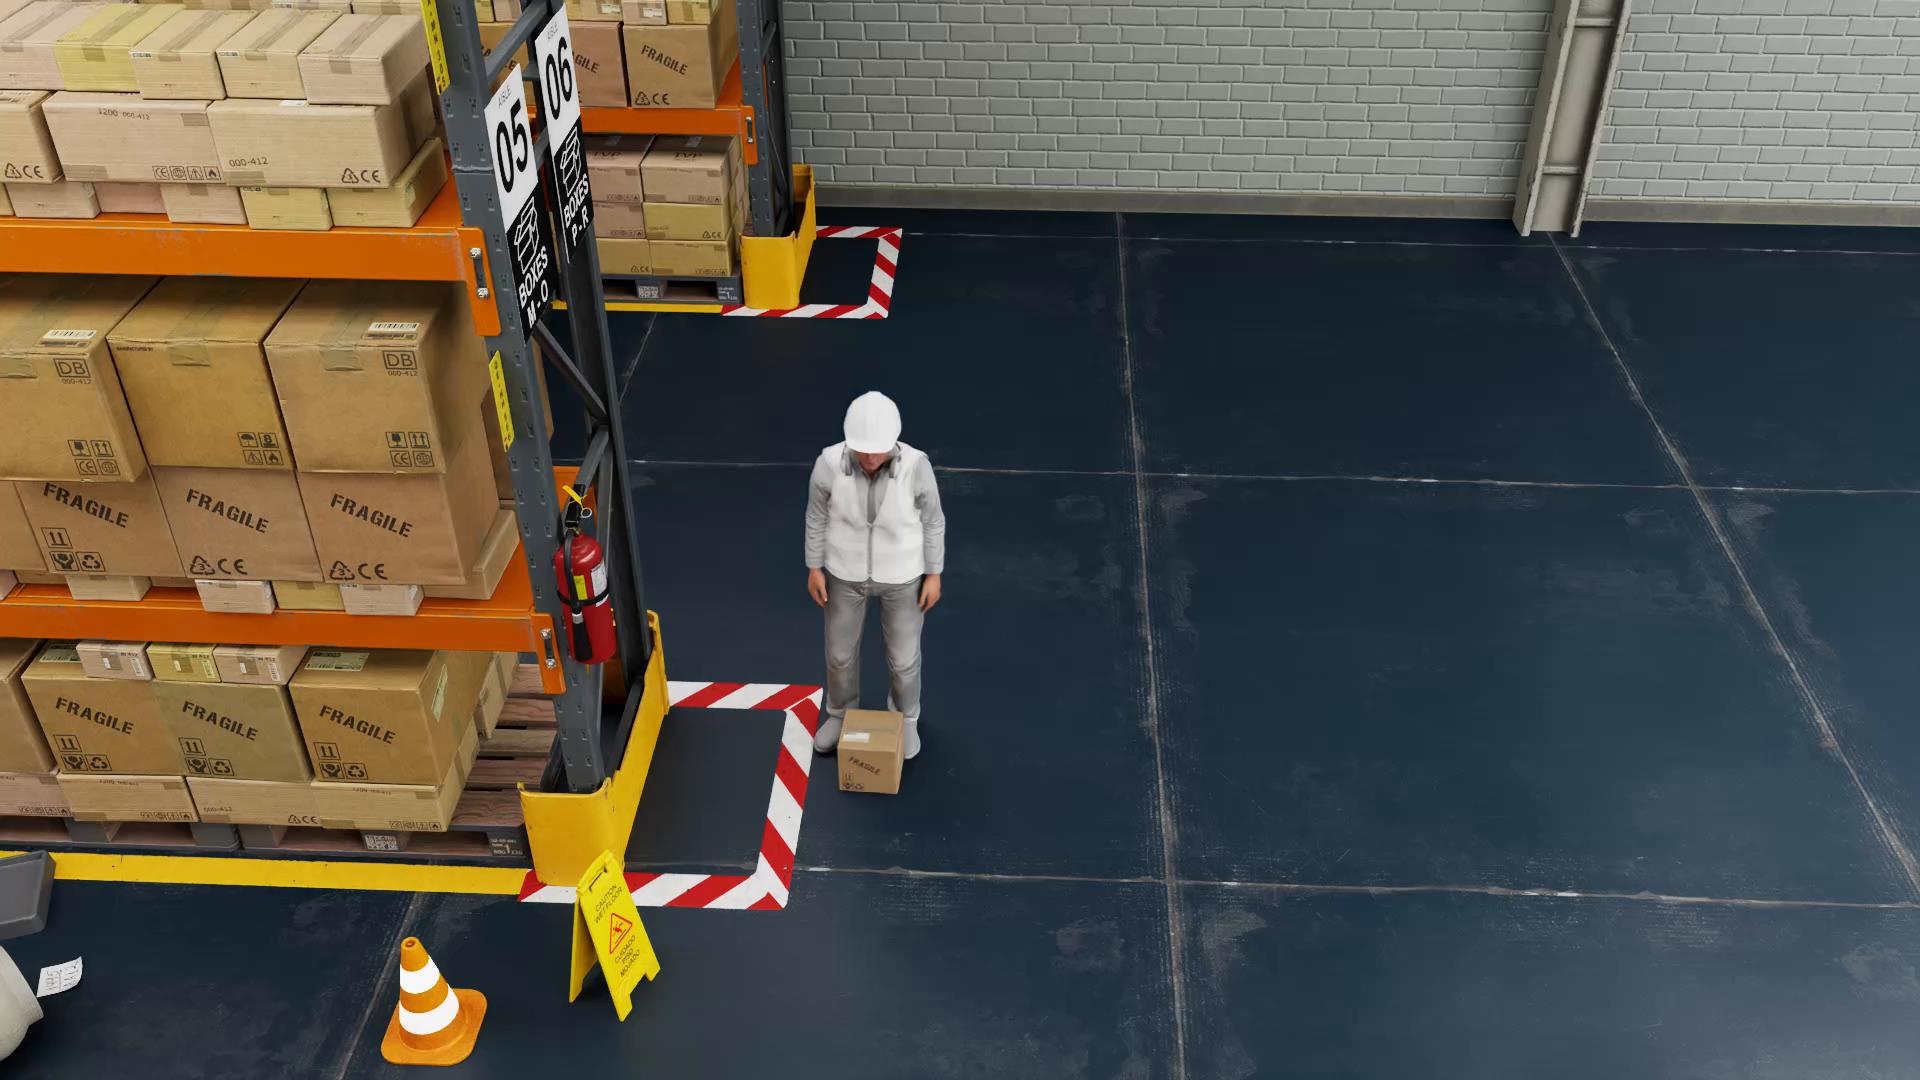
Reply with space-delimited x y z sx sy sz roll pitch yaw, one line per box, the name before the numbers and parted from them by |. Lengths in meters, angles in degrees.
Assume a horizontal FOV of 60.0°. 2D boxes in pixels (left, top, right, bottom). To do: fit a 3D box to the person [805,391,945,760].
person | -0.352 0.135 6.906 0.579 1.769 0.466 3 36 4
